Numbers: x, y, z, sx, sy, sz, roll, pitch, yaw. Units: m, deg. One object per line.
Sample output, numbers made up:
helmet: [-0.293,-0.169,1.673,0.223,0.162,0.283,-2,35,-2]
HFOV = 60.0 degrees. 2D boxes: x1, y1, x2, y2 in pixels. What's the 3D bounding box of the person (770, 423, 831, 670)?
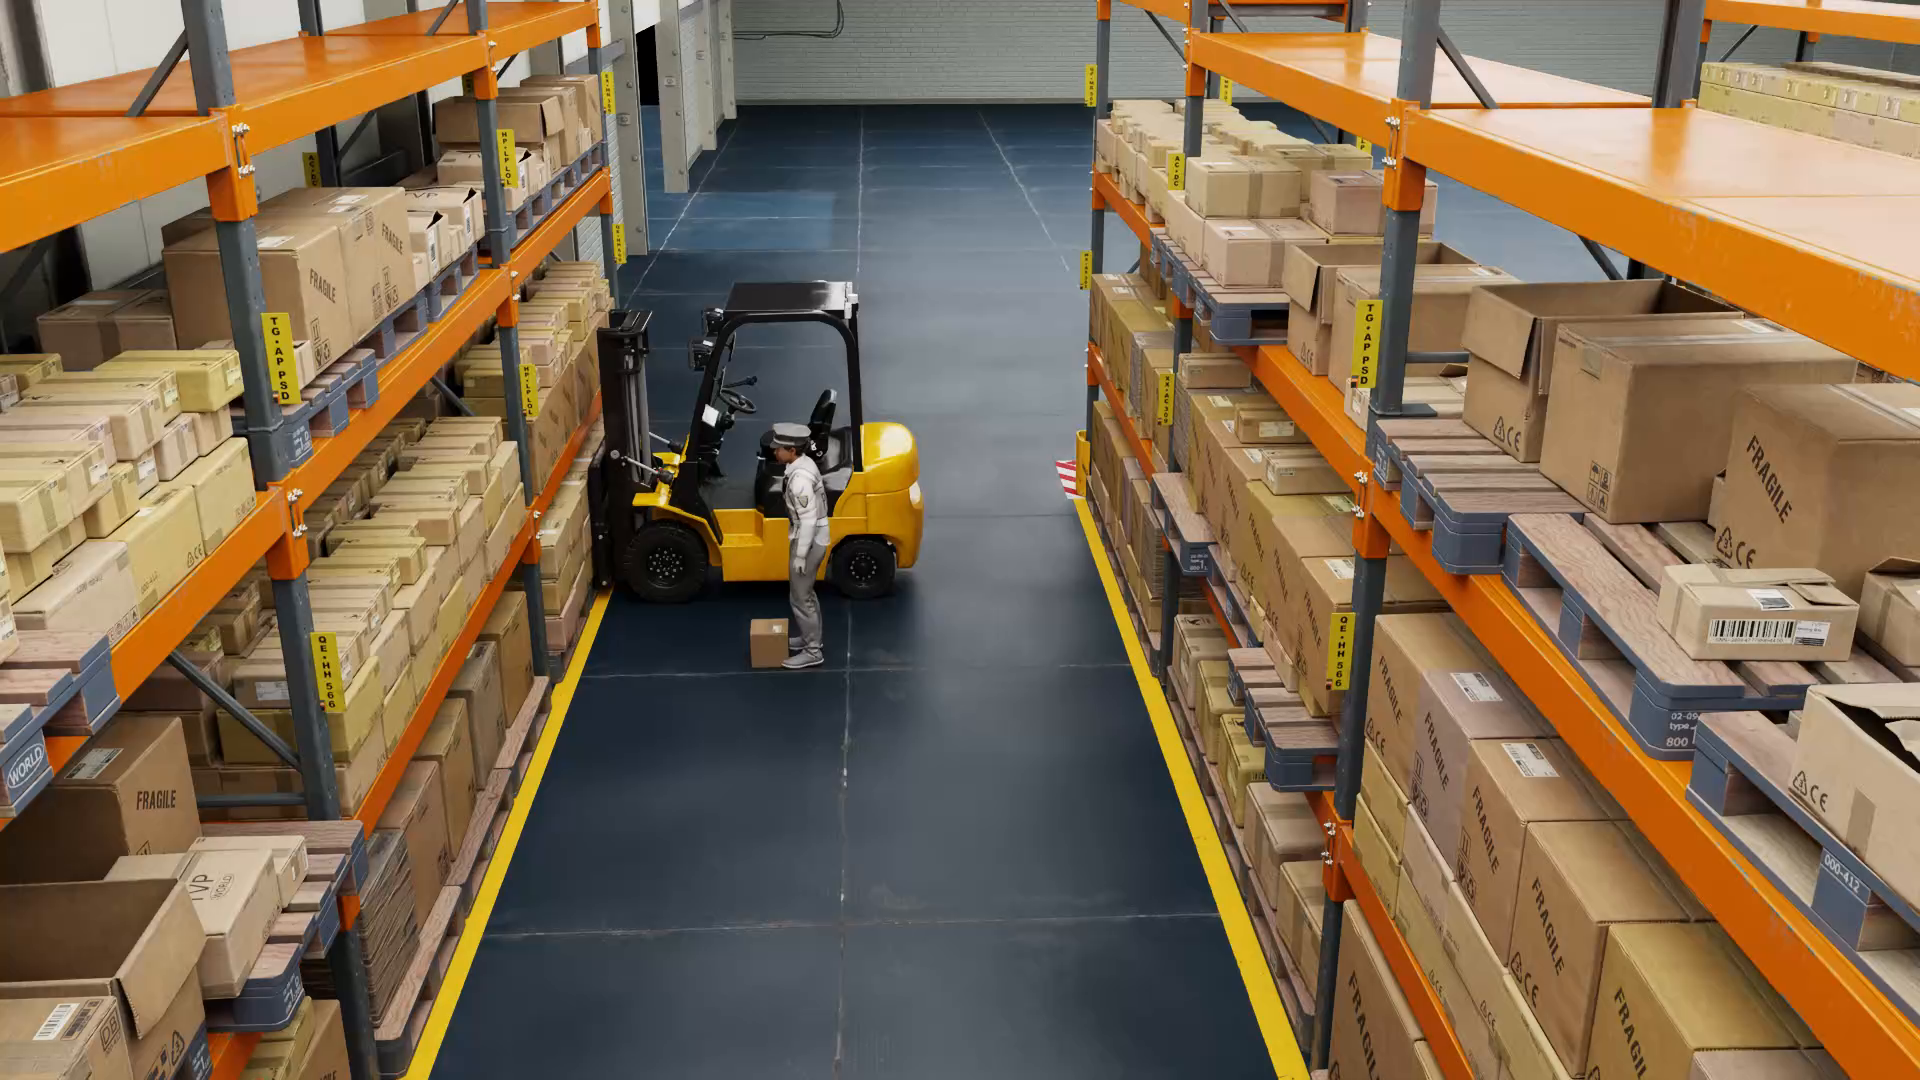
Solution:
person: [-1.041,0.030,10.990,0.374,1.665,0.546,-2,21,-6]
